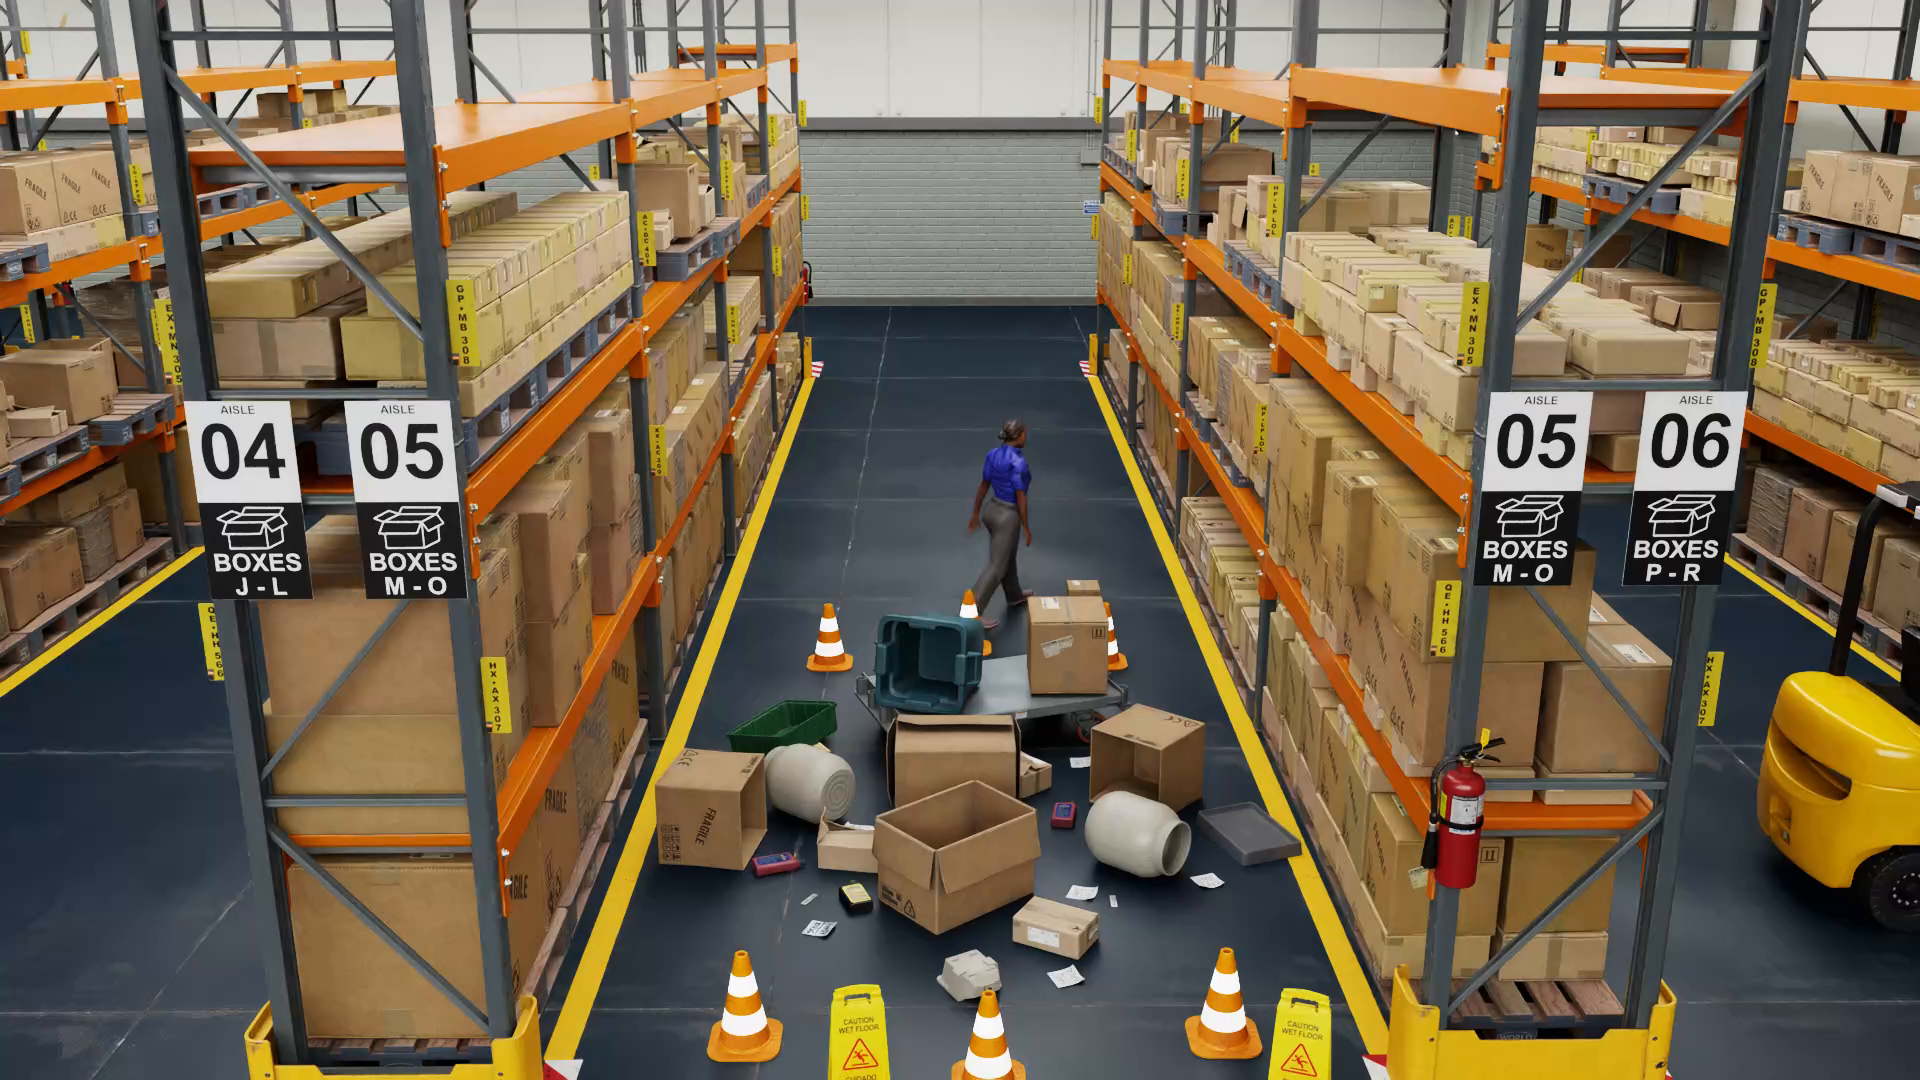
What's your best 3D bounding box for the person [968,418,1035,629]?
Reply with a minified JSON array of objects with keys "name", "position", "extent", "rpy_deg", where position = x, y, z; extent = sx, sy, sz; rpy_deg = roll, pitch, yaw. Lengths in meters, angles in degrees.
[{"name":"person","position":[0.346,-0.163,13.100],"extent":[0.914,1.613,0.543],"rpy_deg":[-11,20,-32]}]
